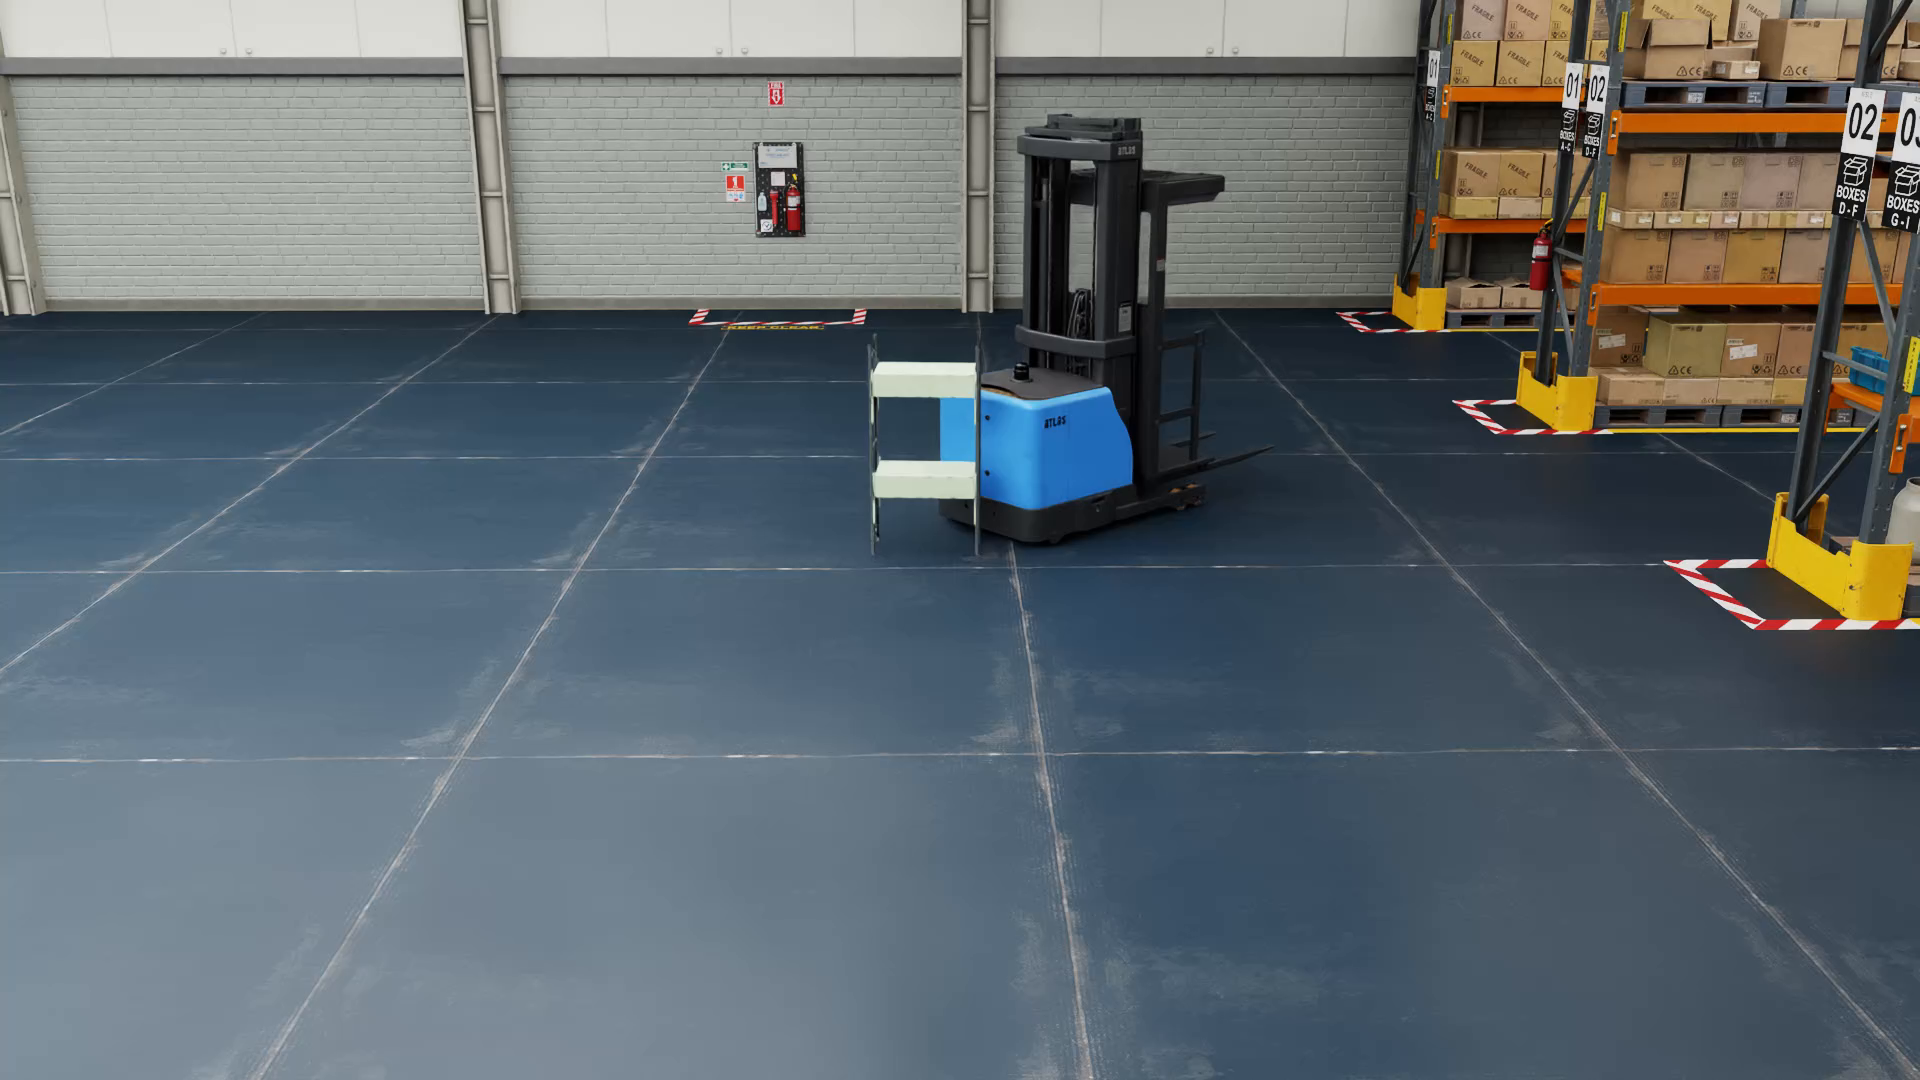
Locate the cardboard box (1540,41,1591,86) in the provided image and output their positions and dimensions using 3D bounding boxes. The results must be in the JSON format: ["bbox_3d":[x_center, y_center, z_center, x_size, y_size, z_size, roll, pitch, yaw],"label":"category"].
[{"bbox_3d":[6.930,-5.516,19.225,0.500,0.500,0.500,1,18,2],"label":"cardboard box"}]

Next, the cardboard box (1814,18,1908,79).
[{"bbox_3d":[7.968,-4.391,14.829,0.637,0.503,0.797,2,18,5],"label":"cardboard box"}]

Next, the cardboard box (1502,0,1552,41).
[{"bbox_3d":[6.426,-5.986,19.054,0.500,0.500,0.500,0,18,-1],"label":"cardboard box"}]

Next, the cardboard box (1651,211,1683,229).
[{"bbox_3d":[6.277,-2.892,14.926,0.250,0.149,0.380,-1,18,-2],"label":"cardboard box"}]

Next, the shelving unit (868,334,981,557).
[{"bbox_3d":[-0.238,-0.661,11.652,0.755,1.500,0.431,1,18,3],"label":"shelving unit"}]

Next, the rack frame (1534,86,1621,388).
[{"bbox_3d":[5.617,-2.597,15.233,0.127,3.000,1.000,0,18,-1],"label":"rack frame"}]

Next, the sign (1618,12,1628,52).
[{"bbox_3d":[5.620,-4.310,14.101,0.005,0.325,0.100,0,18,-1],"label":"sign"}]

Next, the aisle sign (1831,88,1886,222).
[{"bbox_3d":[5.615,-2.412,10.401,0.004,0.787,0.394,0,18,-1],"label":"aisle sign"}]

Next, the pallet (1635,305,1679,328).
[{"bbox_3d":[8.864,-2.787,20.392,1.213,0.211,1.003,0,18,-1],"label":"pallet"}]

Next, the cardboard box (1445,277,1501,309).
[{"bbox_3d":[6.228,-3.015,20.217,0.500,0.311,0.500,-2,18,-7],"label":"cardboard box"}]

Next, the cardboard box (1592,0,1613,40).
[{"bbox_3d":[7.504,-6.155,19.581,0.500,0.500,0.500,0,18,-1],"label":"cardboard box"}]

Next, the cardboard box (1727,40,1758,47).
[{"bbox_3d":[9.031,-5.537,19.290,0.500,0.500,0.500,0,18,1],"label":"cardboard box"}]

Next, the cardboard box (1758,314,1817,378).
[{"bbox_3d":[7.656,-1.786,15.291,0.500,0.500,0.500,0,18,-1],"label":"cardboard box"}]

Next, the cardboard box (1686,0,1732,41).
[{"bbox_3d":[8.487,-6.000,19.096,0.500,0.500,0.500,1,18,2],"label":"cardboard box"}]

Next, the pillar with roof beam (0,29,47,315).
[{"bbox_3d":[-11.709,-5.833,15.498,0.400,9.000,9.100,0,18,-1],"label":"pillar with roof beam"}]

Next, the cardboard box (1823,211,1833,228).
[{"bbox_3d":[7.813,-2.898,14.946,0.250,0.149,0.380,0,18,1],"label":"cardboard box"}]

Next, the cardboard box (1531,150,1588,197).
[{"bbox_3d":[7.028,-4.316,19.575,0.500,0.500,0.500,-1,18,-3],"label":"cardboard box"}]

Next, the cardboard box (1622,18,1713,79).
[{"bbox_3d":[6.192,-4.343,14.678,0.637,0.503,0.797,1,18,3],"label":"cardboard box"}]

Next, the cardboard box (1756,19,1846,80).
[{"bbox_3d":[7.282,-4.264,14.439,0.500,0.500,0.500,0,18,-1],"label":"cardboard box"}]

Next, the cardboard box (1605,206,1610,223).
[{"bbox_3d":[5.996,-3.014,15.306,0.250,0.149,0.380,-1,18,-2],"label":"cardboard box"}]

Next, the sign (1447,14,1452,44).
[{"bbox_3d":[5.544,-5.789,18.841,0.005,0.325,0.100,0,18,-1],"label":"sign"}]

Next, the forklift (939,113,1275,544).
[{"bbox_3d":[1.266,-1.726,12.629,3.031,2.935,1.130,-16,24,-40],"label":"forklift"}]

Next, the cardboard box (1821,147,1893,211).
[{"bbox_3d":[8.167,-3.273,15.051,0.500,0.500,0.700,0,18,-1],"label":"cardboard box"}]

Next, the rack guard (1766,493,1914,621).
[{"bbox_3d":[5.767,0.091,10.945,0.348,0.500,1.175,0,18,-1],"label":"rack guard"}]

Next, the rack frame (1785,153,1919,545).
[{"bbox_3d":[5.691,-1.084,10.517,0.127,3.000,1.000,0,18,-1],"label":"rack frame"}]

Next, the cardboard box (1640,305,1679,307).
[{"bbox_3d":[8.497,-3.131,20.270,0.500,0.500,0.500,-2,18,-5],"label":"cardboard box"}]

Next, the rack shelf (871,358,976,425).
[{"bbox_3d":[-0.238,-1.032,11.533,0.720,0.370,0.431,1,18,3],"label":"rack shelf"}]

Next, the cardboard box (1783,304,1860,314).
[{"bbox_3d":[8.148,-1.953,15.810,0.500,0.500,0.500,0,18,-1],"label":"cardboard box"}]

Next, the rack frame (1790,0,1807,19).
[{"bbox_3d":[9.534,-6.986,19.093,0.127,3.000,1.000,0,18,-1],"label":"rack frame"}]

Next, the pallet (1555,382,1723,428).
[{"bbox_3d":[6.381,-1.286,15.710,1.213,0.211,1.003,0,18,-1],"label":"pallet"}]

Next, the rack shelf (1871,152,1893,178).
[{"bbox_3d":[7.691,-2.180,10.199,4.000,0.370,1.077,0,18,-1],"label":"rack shelf"}]

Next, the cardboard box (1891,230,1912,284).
[{"bbox_3d":[8.646,-2.655,15.251,0.500,0.500,0.700,0,18,-1],"label":"cardboard box"}]

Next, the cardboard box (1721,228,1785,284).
[{"bbox_3d":[7.105,-2.648,15.227,0.500,0.500,0.700,0,18,0],"label":"cardboard box"}]

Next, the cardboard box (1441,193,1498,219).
[{"bbox_3d":[6.028,-3.954,19.674,0.500,0.250,0.500,-1,18,-2],"label":"cardboard box"}]

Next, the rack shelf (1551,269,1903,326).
[{"bbox_3d":[7.617,-2.264,15.373,4.000,0.370,1.077,0,18,-1],"label":"rack shelf"}]

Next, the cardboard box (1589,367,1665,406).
[{"bbox_3d":[6.157,-1.422,15.385,0.500,0.250,0.500,0,18,-1],"label":"cardboard box"}]

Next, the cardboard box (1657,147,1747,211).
[{"bbox_3d":[6.663,-3.265,15.028,0.500,0.500,0.700,-1,18,-2],"label":"cardboard box"}]

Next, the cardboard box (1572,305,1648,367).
[{"bbox_3d":[6.148,-1.938,15.766,0.500,0.500,0.500,0,18,-1],"label":"cardboard box"}]

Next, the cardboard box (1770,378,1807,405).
[{"bbox_3d":[7.656,-1.429,15.406,0.500,0.250,0.500,0,18,-1],"label":"cardboard box"}]

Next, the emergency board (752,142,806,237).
[{"bbox_3d":[-2.250,-4.348,20.692,0.643,1.169,0.194,0,18,-1],"label":"emergency board"}]

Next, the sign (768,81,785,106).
[{"bbox_3d":[-2.259,-5.483,20.433,0.199,0.298,0.001,0,18,-1],"label":"sign"}]

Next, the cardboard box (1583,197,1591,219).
[{"bbox_3d":[7.562,-3.963,19.703,0.500,0.250,0.500,0,18,0],"label":"cardboard box"}]

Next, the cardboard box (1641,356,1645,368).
[{"bbox_3d":[6.648,-1.587,15.897,0.500,0.250,0.500,0,18,-1],"label":"cardboard box"}]

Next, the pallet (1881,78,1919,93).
[{"bbox_3d":[8.764,-3.991,14.811,1.213,0.211,1.003,0,18,-1],"label":"pallet"}]

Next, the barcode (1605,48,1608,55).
[{"bbox_3d":[5.911,-4.451,15.150,0.075,0.075,0.001,0,18,-1],"label":"barcode"}]

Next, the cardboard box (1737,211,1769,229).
[{"bbox_3d":[7.045,-2.895,14.936,0.250,0.149,0.380,-1,18,-3],"label":"cardboard box"}]

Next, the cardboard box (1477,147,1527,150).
[{"bbox_3d":[6.506,-4.472,20.062,0.500,0.500,0.500,0,18,0],"label":"cardboard box"}]

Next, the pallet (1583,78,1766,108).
[{"bbox_3d":[6.324,-3.979,14.774,1.213,0.211,1.003,0,18,-1],"label":"pallet"}]
